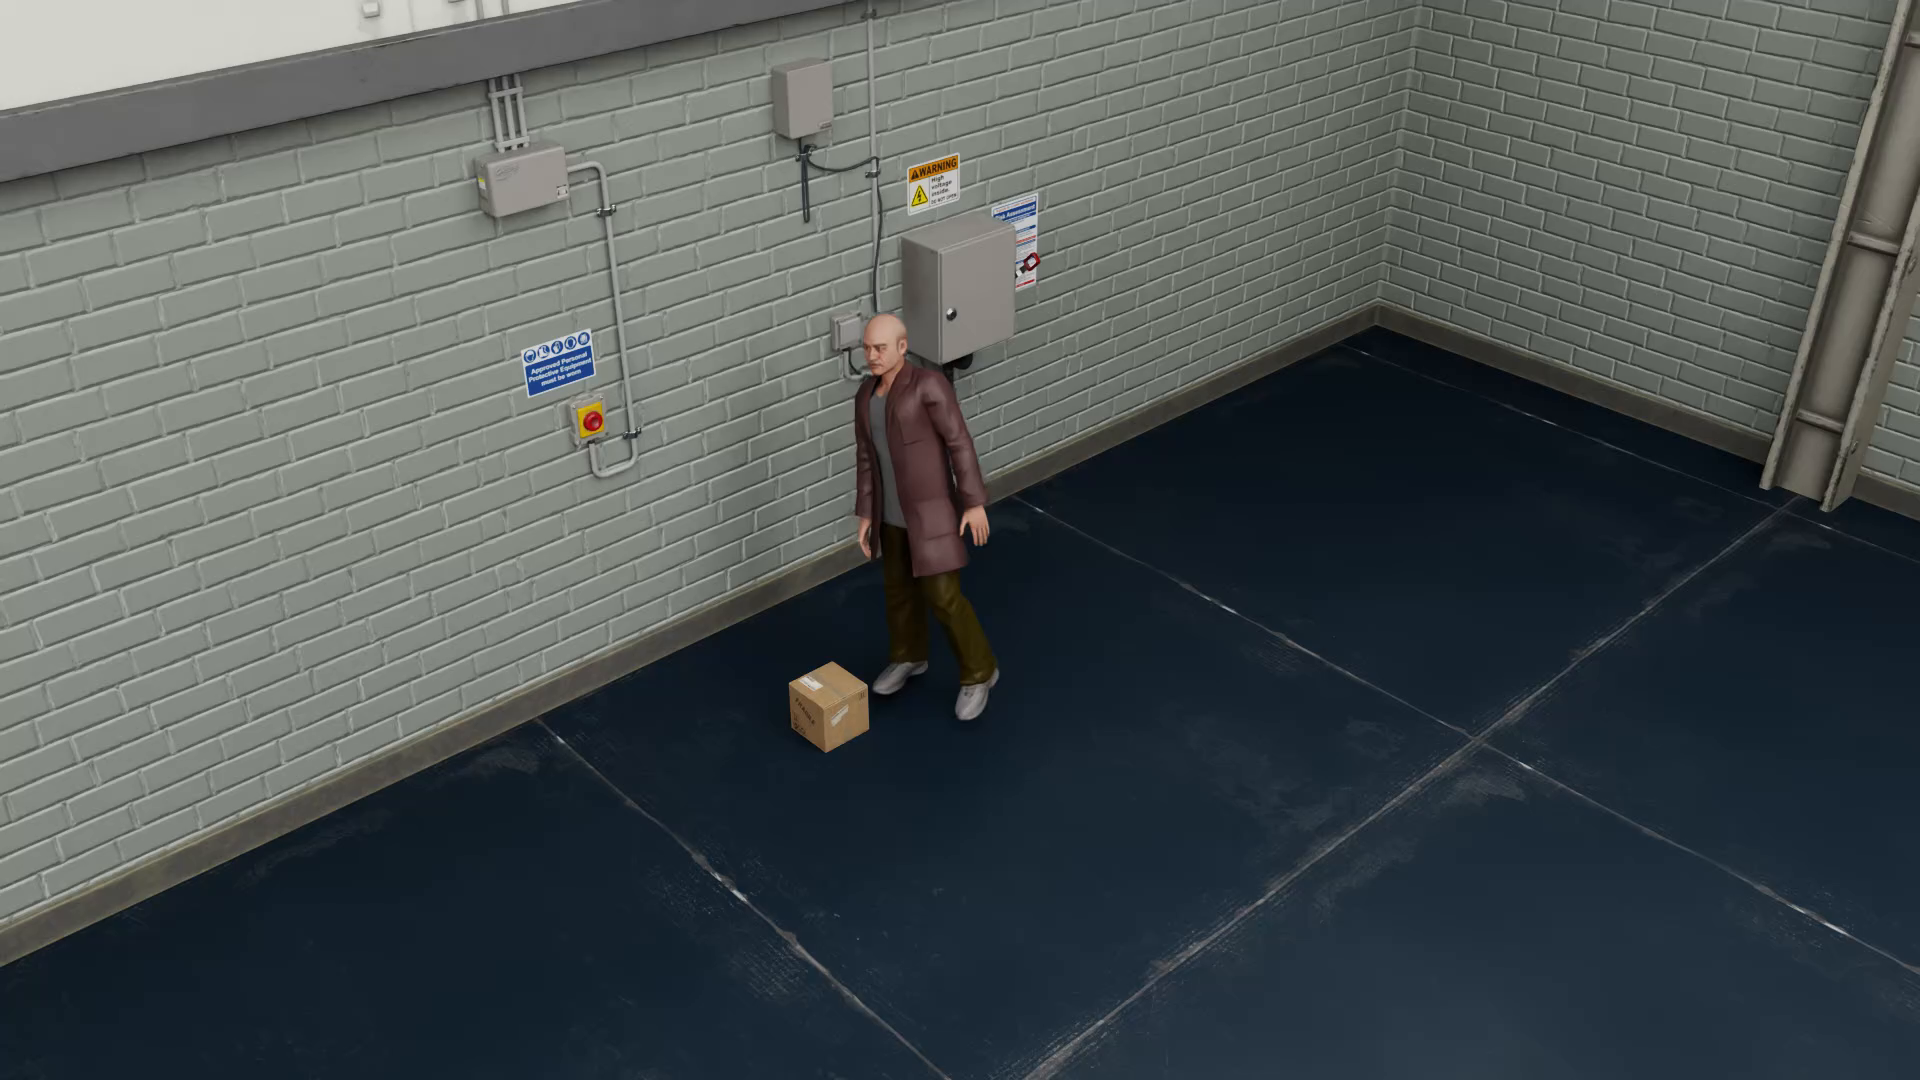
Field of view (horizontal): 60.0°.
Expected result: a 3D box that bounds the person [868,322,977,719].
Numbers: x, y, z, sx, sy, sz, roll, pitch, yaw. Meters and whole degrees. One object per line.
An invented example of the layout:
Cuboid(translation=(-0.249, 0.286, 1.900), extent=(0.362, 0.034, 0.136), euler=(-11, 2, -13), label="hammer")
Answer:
Cuboid(translation=(-0.192, -0.101, 7.279), extent=(0.406, 1.755, 0.617), euler=(-25, 39, -34), label="person")
